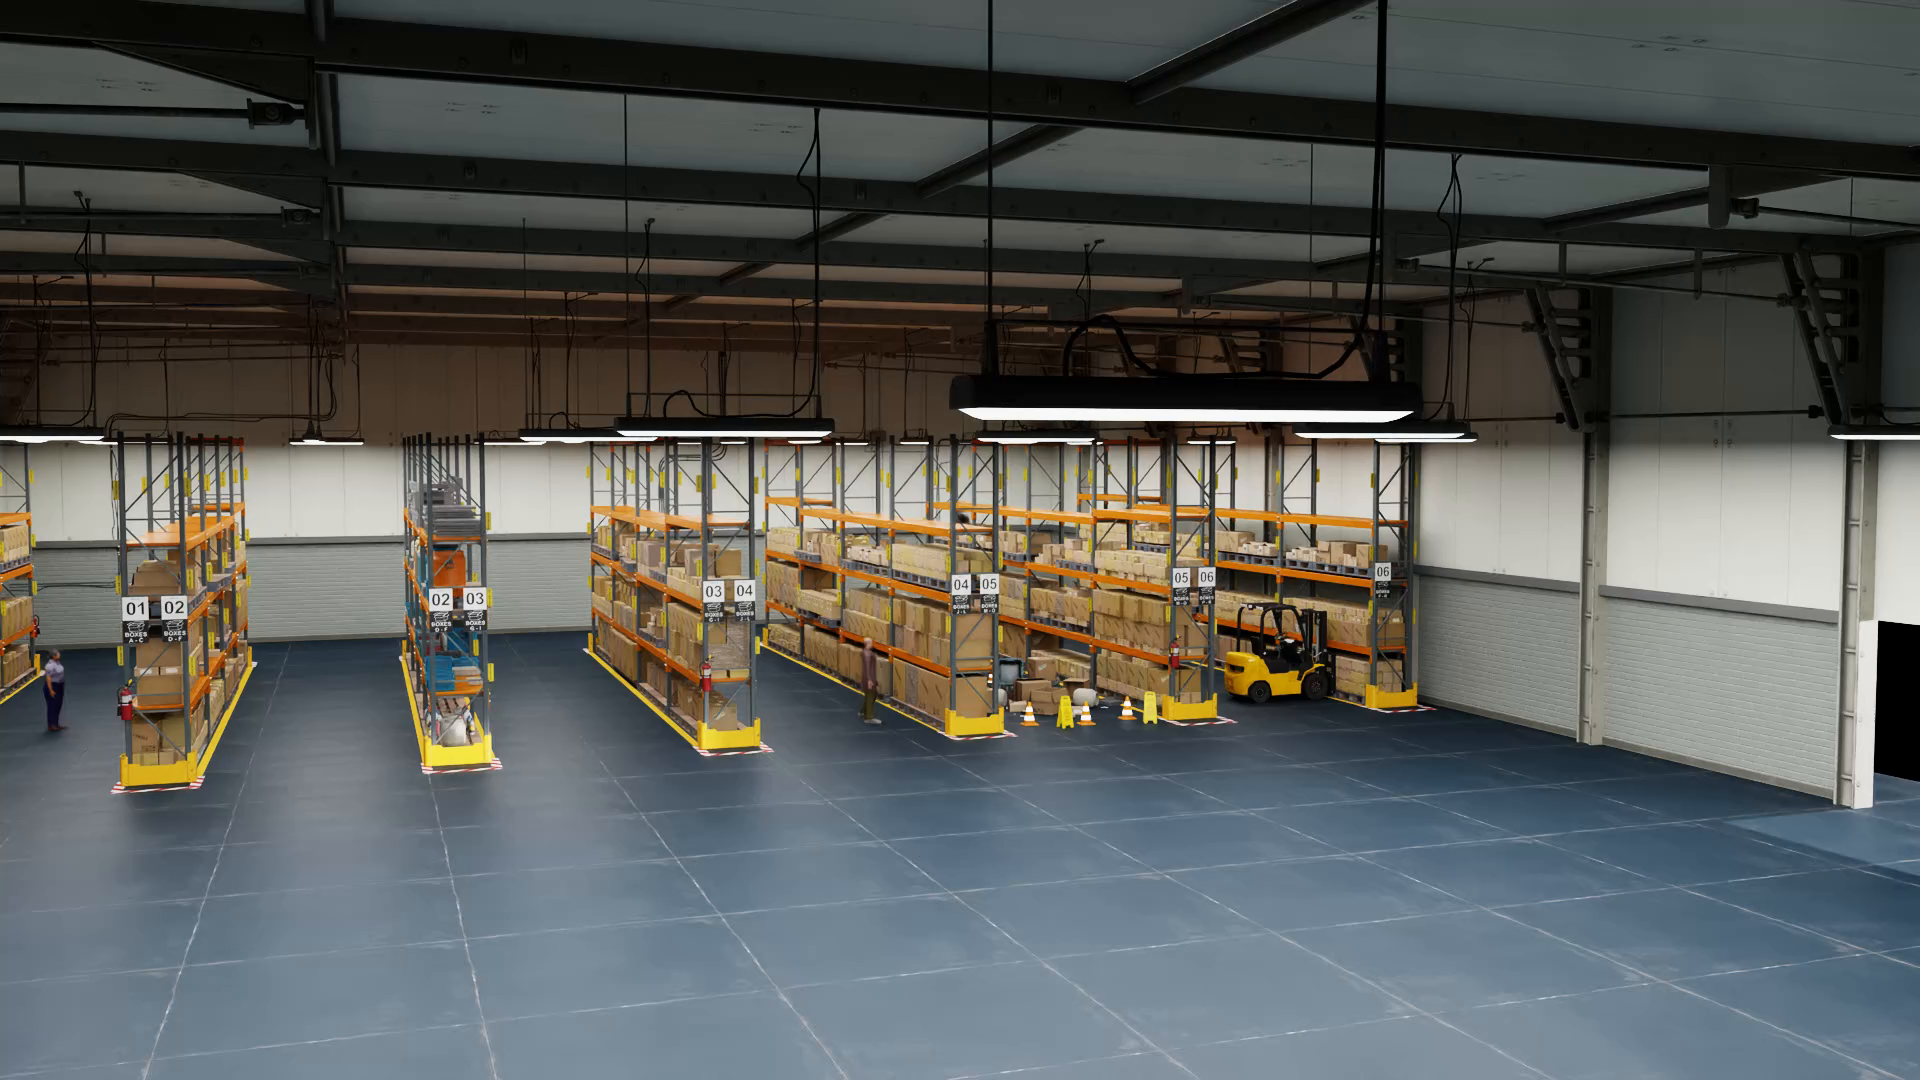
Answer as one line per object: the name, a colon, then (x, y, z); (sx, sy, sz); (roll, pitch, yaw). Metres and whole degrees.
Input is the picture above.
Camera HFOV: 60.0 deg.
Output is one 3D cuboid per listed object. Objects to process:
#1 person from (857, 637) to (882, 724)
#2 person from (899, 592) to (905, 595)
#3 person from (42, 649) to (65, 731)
person: (-1.885, 2.930, 34.618); (0.469, 1.812, 0.653); (-1, 3, -9)
person: (-1.611, 2.313, 45.425); (0.522, 1.811, 0.620); (-2, 4, -32)
person: (-18.363, 3.034, 33.727); (0.386, 1.653, 0.529); (0, 3, 1)
